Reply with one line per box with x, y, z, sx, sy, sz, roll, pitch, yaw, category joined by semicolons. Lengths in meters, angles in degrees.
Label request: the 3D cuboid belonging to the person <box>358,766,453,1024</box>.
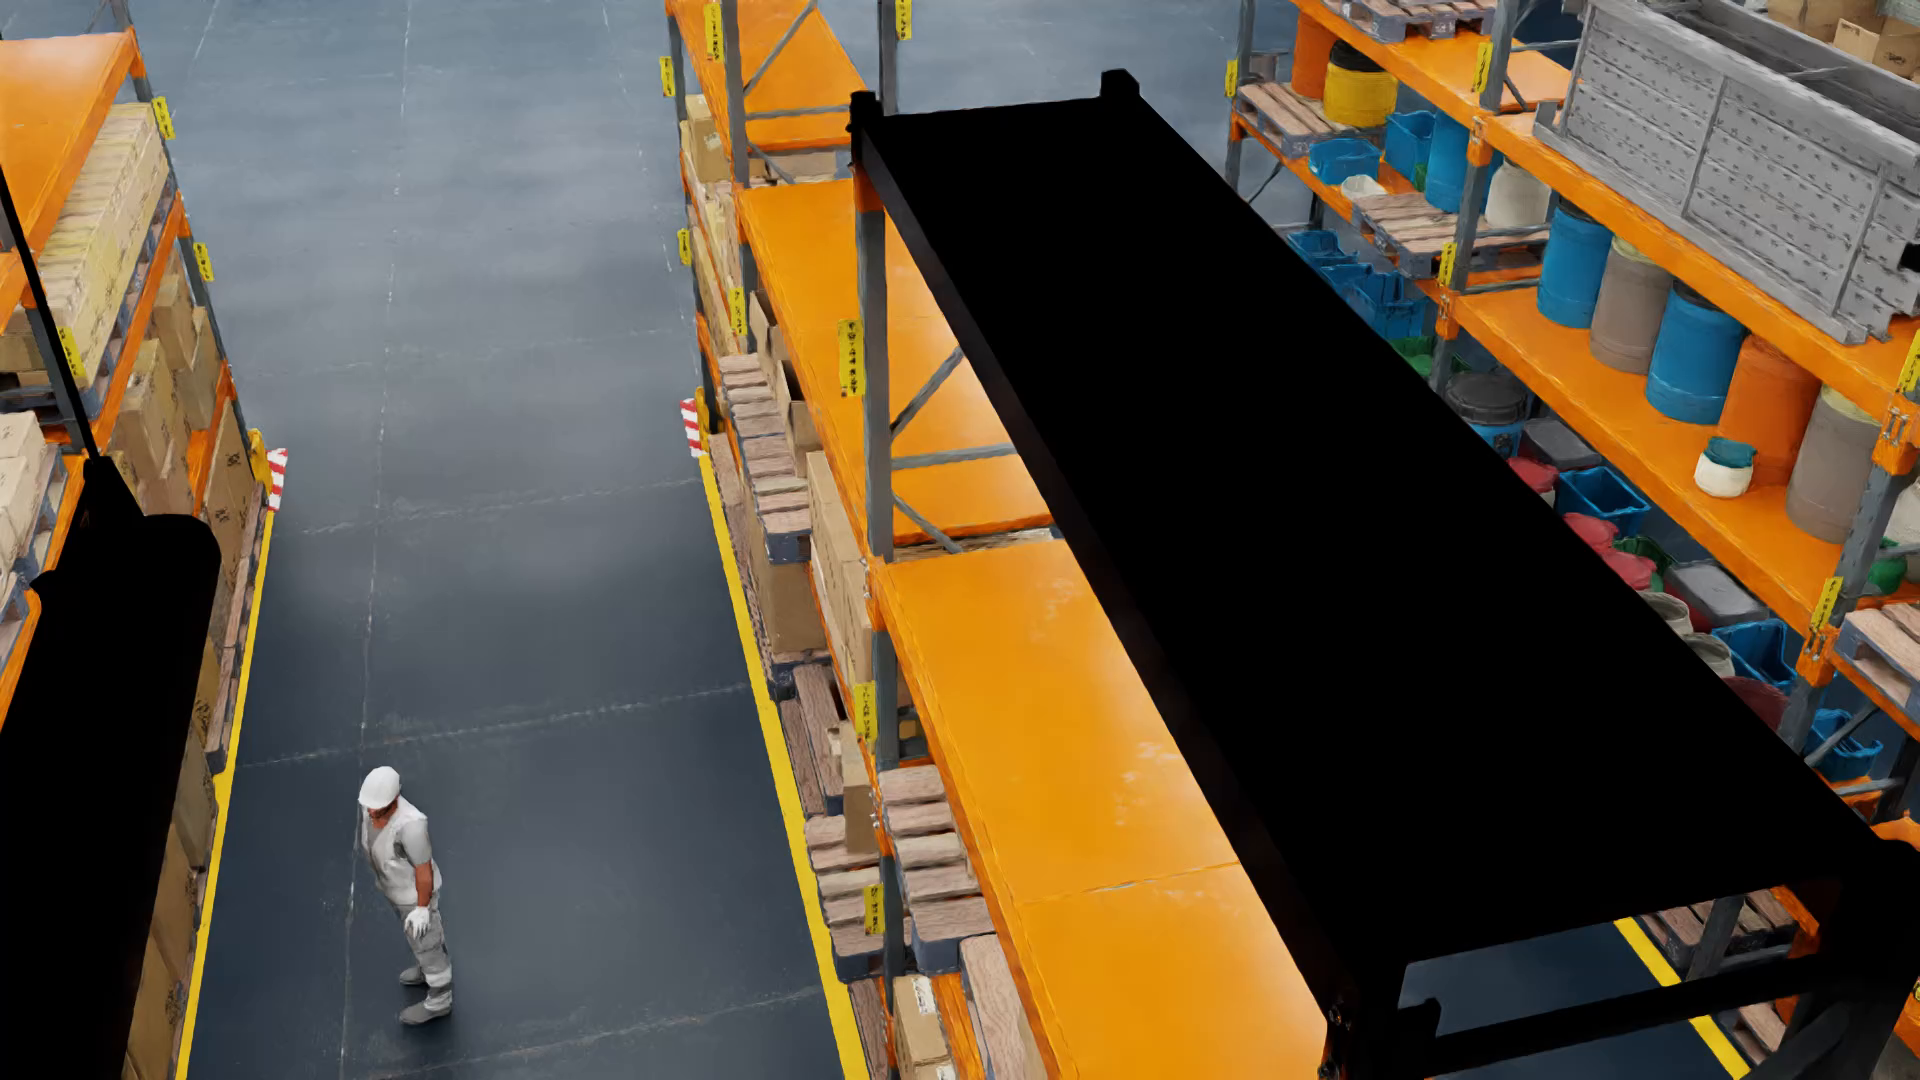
-3.207;2.018;9.536;0.451;1.789;0.604;-29;44;-35;person
